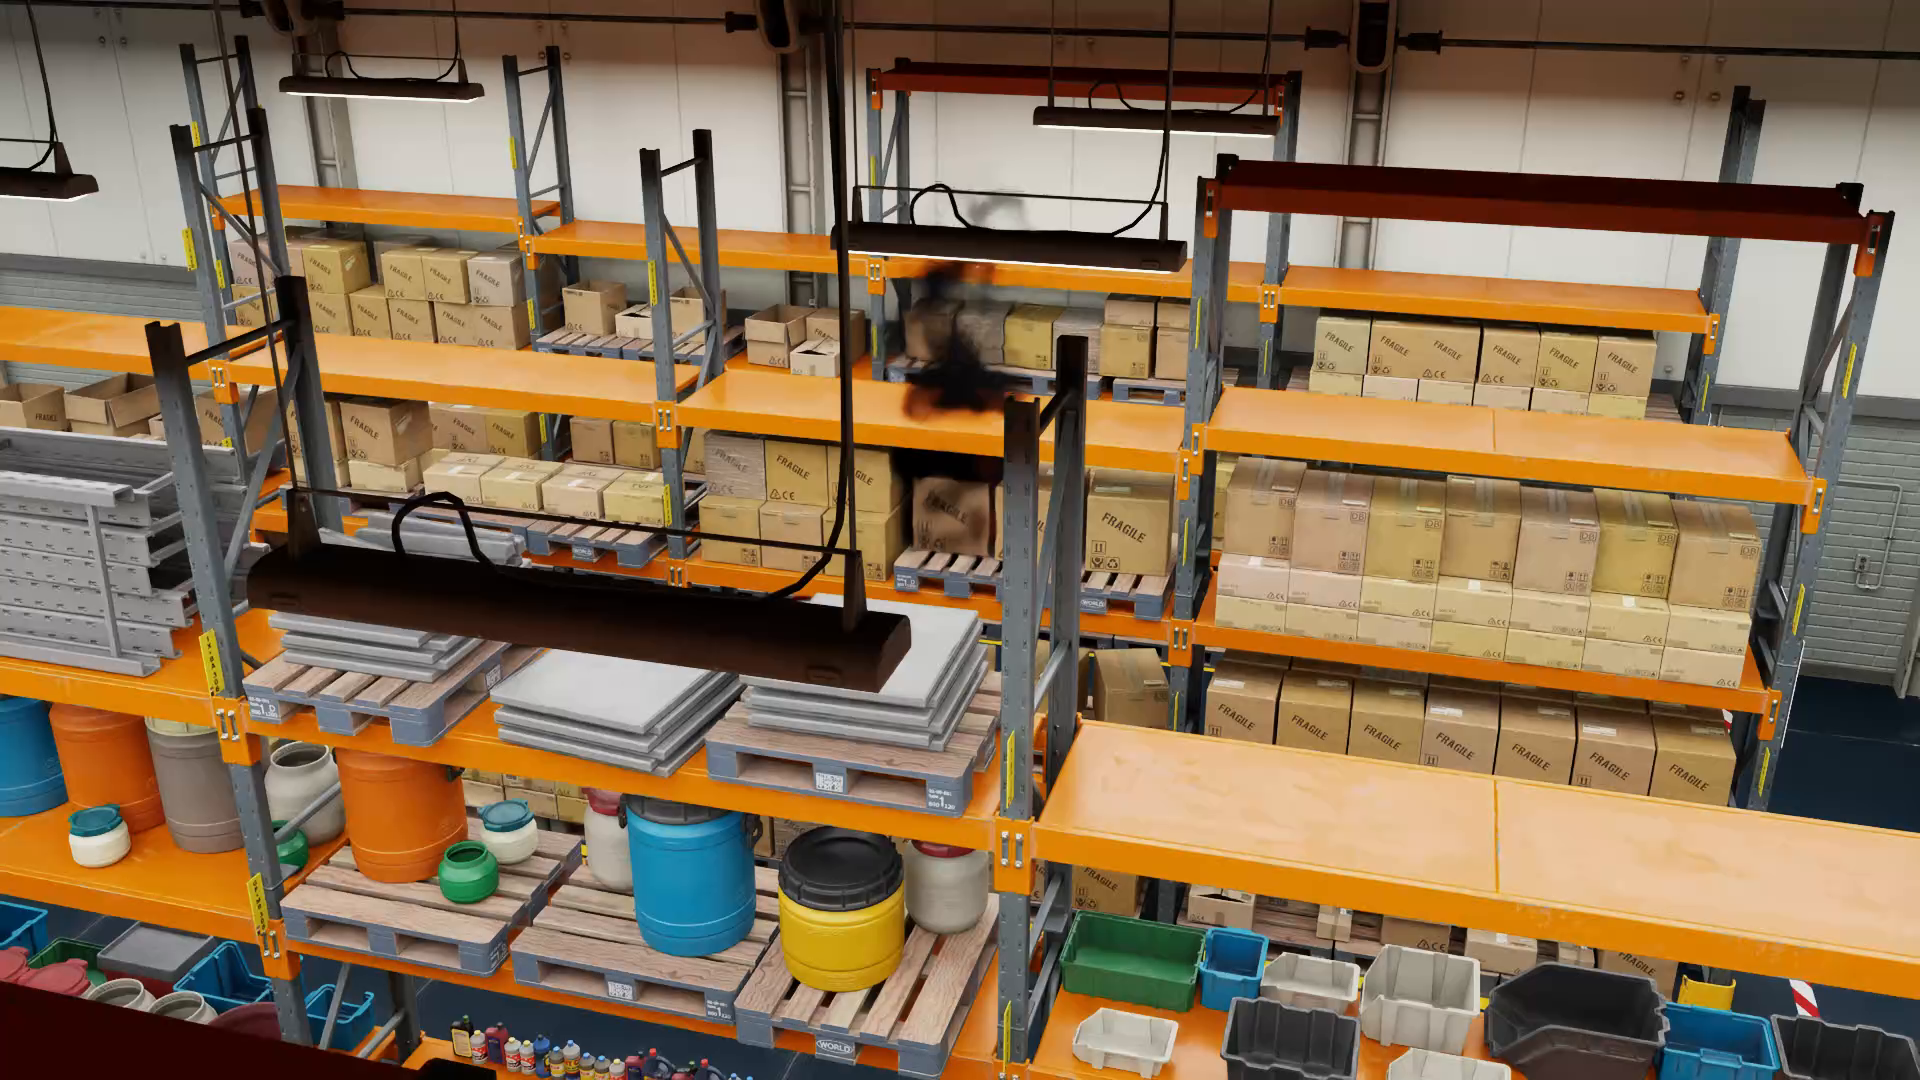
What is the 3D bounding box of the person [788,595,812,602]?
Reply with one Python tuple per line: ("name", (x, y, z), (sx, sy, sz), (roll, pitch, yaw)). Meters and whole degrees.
("person", (-1.440, 0.693, 16.163), (0.878, 1.763, 0.647), (1, 23, 2))
